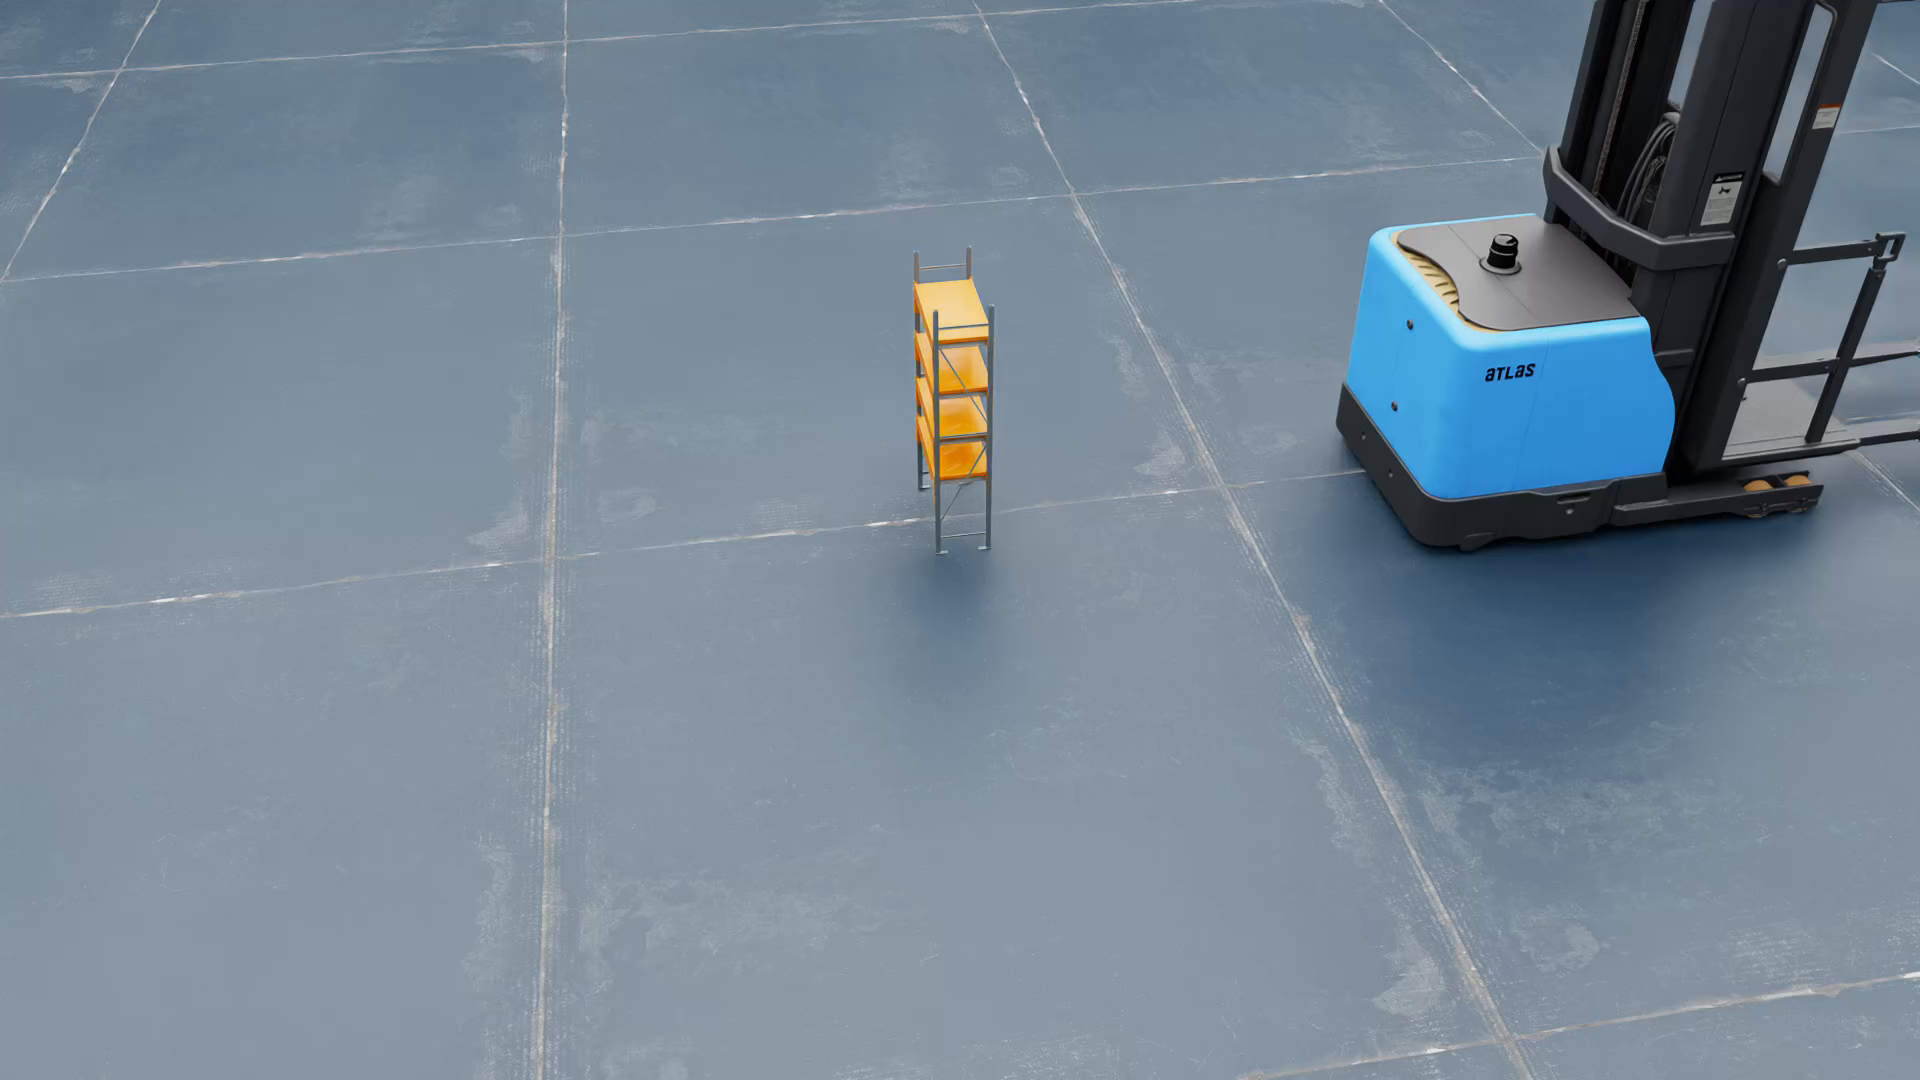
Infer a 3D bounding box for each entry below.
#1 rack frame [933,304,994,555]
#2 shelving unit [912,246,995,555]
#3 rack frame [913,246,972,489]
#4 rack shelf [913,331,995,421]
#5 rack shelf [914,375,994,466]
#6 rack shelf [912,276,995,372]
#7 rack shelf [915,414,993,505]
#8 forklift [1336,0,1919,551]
[{"bbox_3d":[0.014,-0.426,6.821,0.240,1.200,0.015,-6,38,-8],"label":"rack frame"},{"bbox_3d":[-0.029,-0.574,7.011,0.258,1.200,0.503,-6,38,-8],"label":"shelving unit"},{"bbox_3d":[-0.072,-0.721,7.200,0.240,1.200,0.015,-6,38,-8],"label":"rack frame"},{"bbox_3d":[-0.029,-0.697,6.915,0.258,0.148,0.480,-6,38,-8],"label":"rack shelf"},{"bbox_3d":[-0.029,-0.521,7.052,0.258,0.148,0.480,-6,38,-8],"label":"rack shelf"},{"bbox_3d":[-0.029,-0.884,6.770,0.258,0.148,0.480,-6,38,-8],"label":"rack shelf"},{"bbox_3d":[-0.029,-0.364,7.174,0.258,0.148,0.480,-6,38,-8],"label":"rack shelf"},{"bbox_3d":[3.340,-1.566,6.876,3.031,2.935,1.130,-7,38,-9],"label":"forklift"}]
